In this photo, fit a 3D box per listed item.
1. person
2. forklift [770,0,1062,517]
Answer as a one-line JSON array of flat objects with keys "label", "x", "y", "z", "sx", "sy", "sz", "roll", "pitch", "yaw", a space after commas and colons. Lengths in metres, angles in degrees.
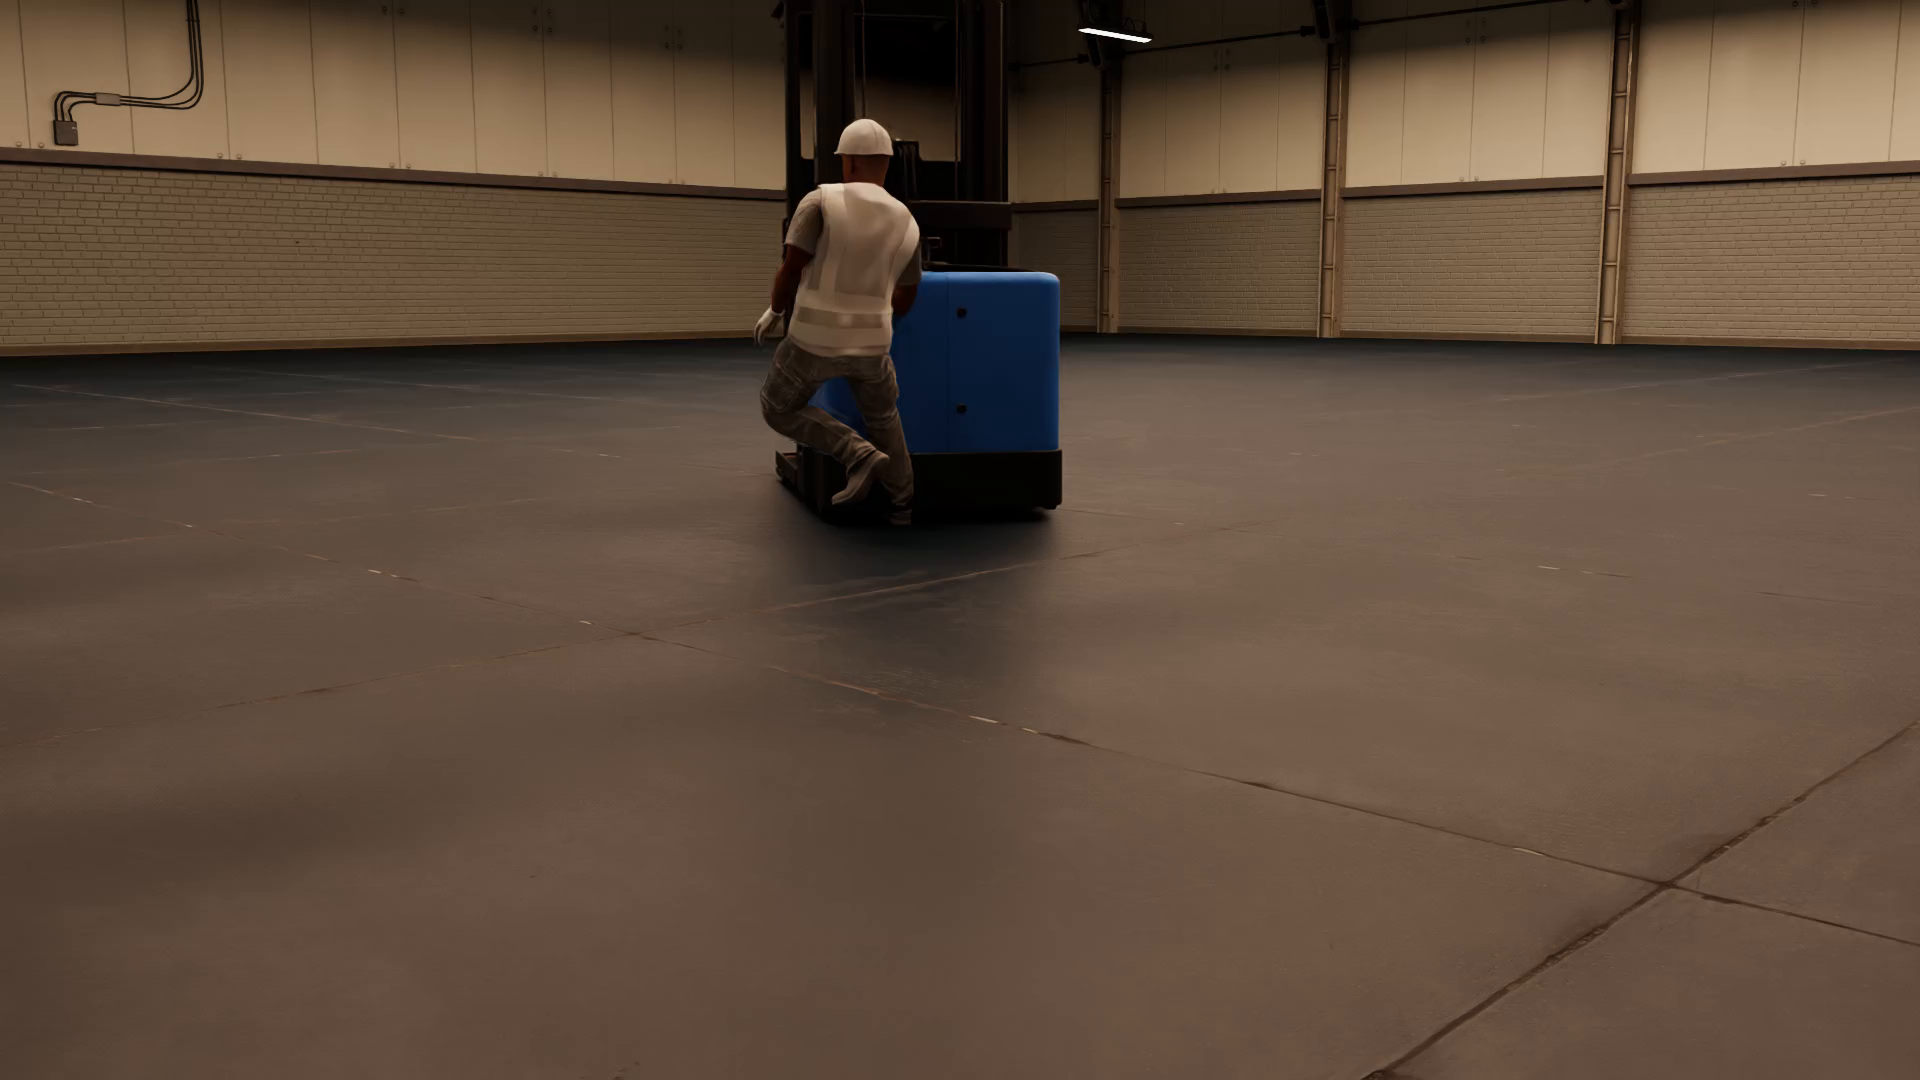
[{"label": "person", "x": -0.475, "y": -0.845, "z": 6.782, "sx": 0.786, "sy": 1.672, "sz": 0.717, "roll": -5, "pitch": 10, "yaw": -31}, {"label": "forklift", "x": -0.355, "y": -1.732, "z": 8.377, "sx": 1.130, "sy": 2.935, "sz": 3.031, "roll": -2, "pitch": 9, "yaw": -12}]
